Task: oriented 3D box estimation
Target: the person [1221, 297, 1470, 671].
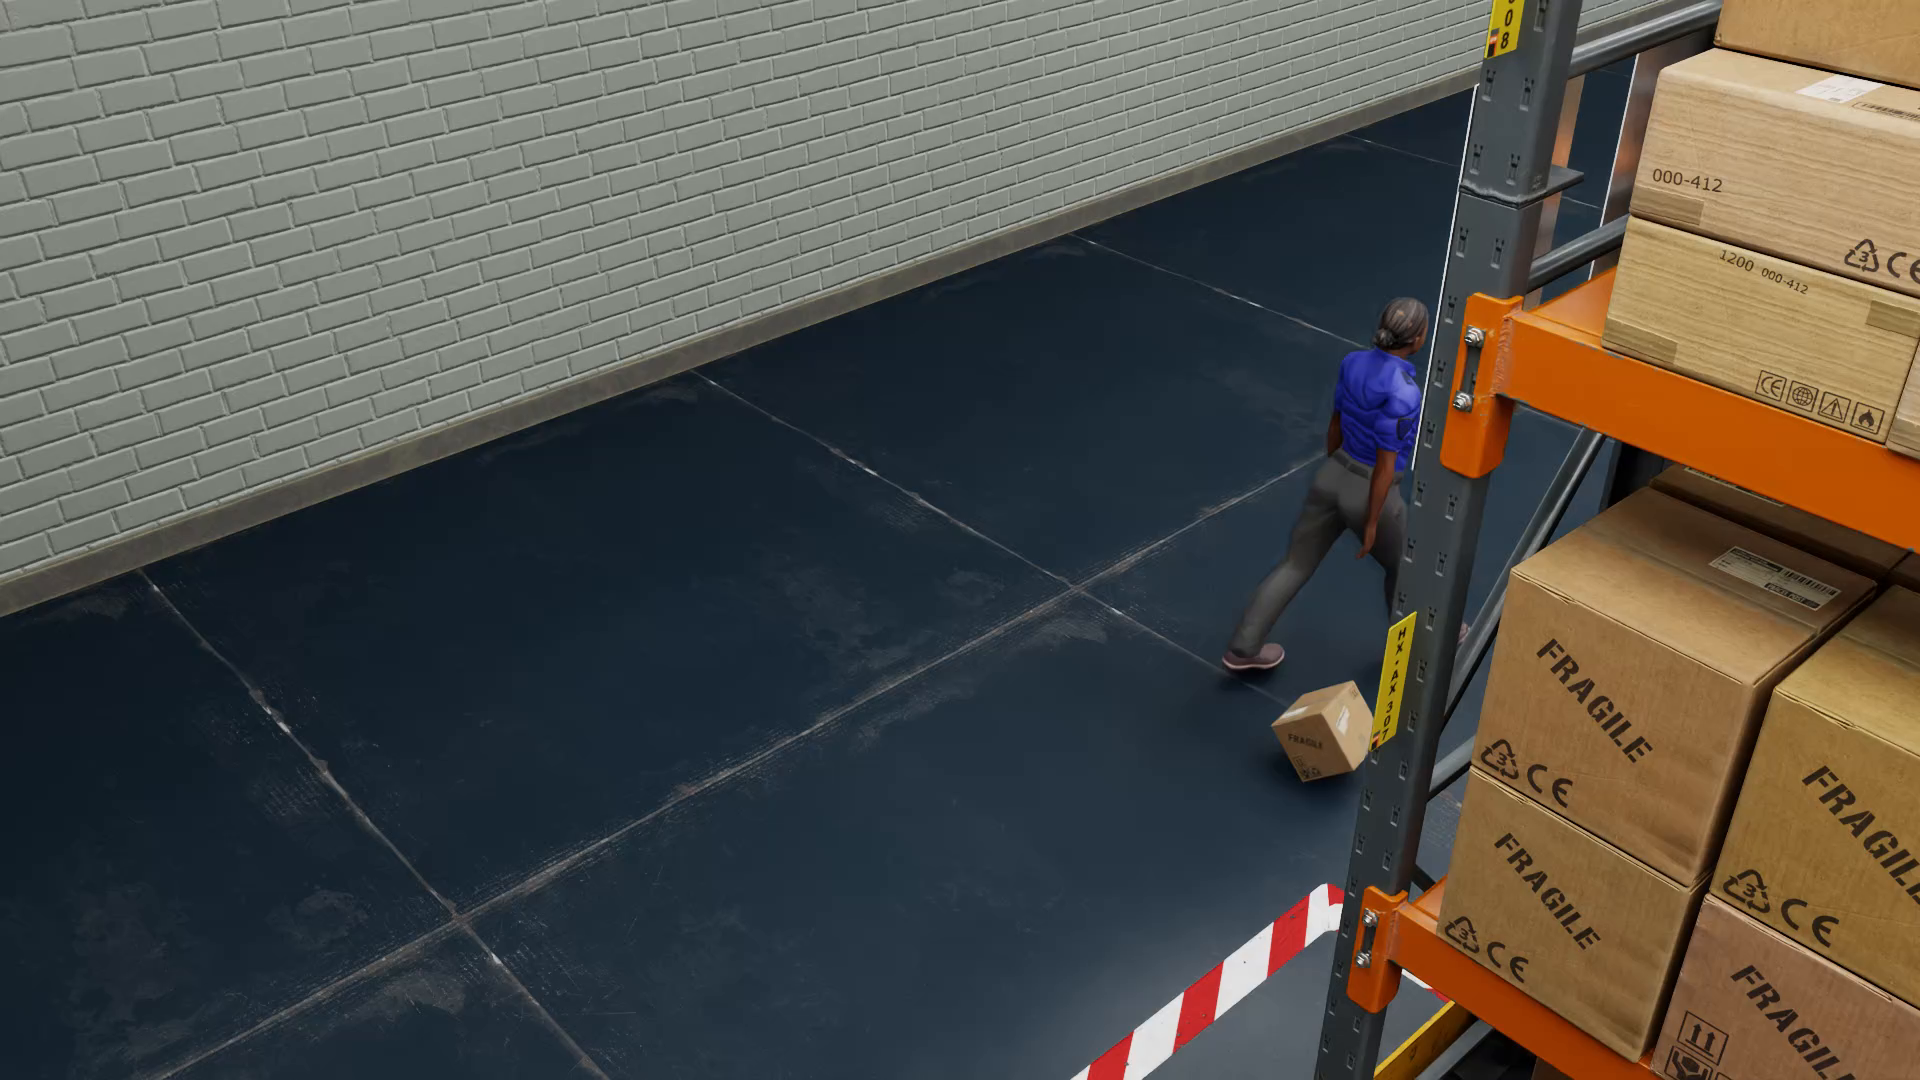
[{"bbox_3d":[1.566,-0.195,6.498,1.065,1.570,0.465,-15,35,-23],"label":"person"}]
